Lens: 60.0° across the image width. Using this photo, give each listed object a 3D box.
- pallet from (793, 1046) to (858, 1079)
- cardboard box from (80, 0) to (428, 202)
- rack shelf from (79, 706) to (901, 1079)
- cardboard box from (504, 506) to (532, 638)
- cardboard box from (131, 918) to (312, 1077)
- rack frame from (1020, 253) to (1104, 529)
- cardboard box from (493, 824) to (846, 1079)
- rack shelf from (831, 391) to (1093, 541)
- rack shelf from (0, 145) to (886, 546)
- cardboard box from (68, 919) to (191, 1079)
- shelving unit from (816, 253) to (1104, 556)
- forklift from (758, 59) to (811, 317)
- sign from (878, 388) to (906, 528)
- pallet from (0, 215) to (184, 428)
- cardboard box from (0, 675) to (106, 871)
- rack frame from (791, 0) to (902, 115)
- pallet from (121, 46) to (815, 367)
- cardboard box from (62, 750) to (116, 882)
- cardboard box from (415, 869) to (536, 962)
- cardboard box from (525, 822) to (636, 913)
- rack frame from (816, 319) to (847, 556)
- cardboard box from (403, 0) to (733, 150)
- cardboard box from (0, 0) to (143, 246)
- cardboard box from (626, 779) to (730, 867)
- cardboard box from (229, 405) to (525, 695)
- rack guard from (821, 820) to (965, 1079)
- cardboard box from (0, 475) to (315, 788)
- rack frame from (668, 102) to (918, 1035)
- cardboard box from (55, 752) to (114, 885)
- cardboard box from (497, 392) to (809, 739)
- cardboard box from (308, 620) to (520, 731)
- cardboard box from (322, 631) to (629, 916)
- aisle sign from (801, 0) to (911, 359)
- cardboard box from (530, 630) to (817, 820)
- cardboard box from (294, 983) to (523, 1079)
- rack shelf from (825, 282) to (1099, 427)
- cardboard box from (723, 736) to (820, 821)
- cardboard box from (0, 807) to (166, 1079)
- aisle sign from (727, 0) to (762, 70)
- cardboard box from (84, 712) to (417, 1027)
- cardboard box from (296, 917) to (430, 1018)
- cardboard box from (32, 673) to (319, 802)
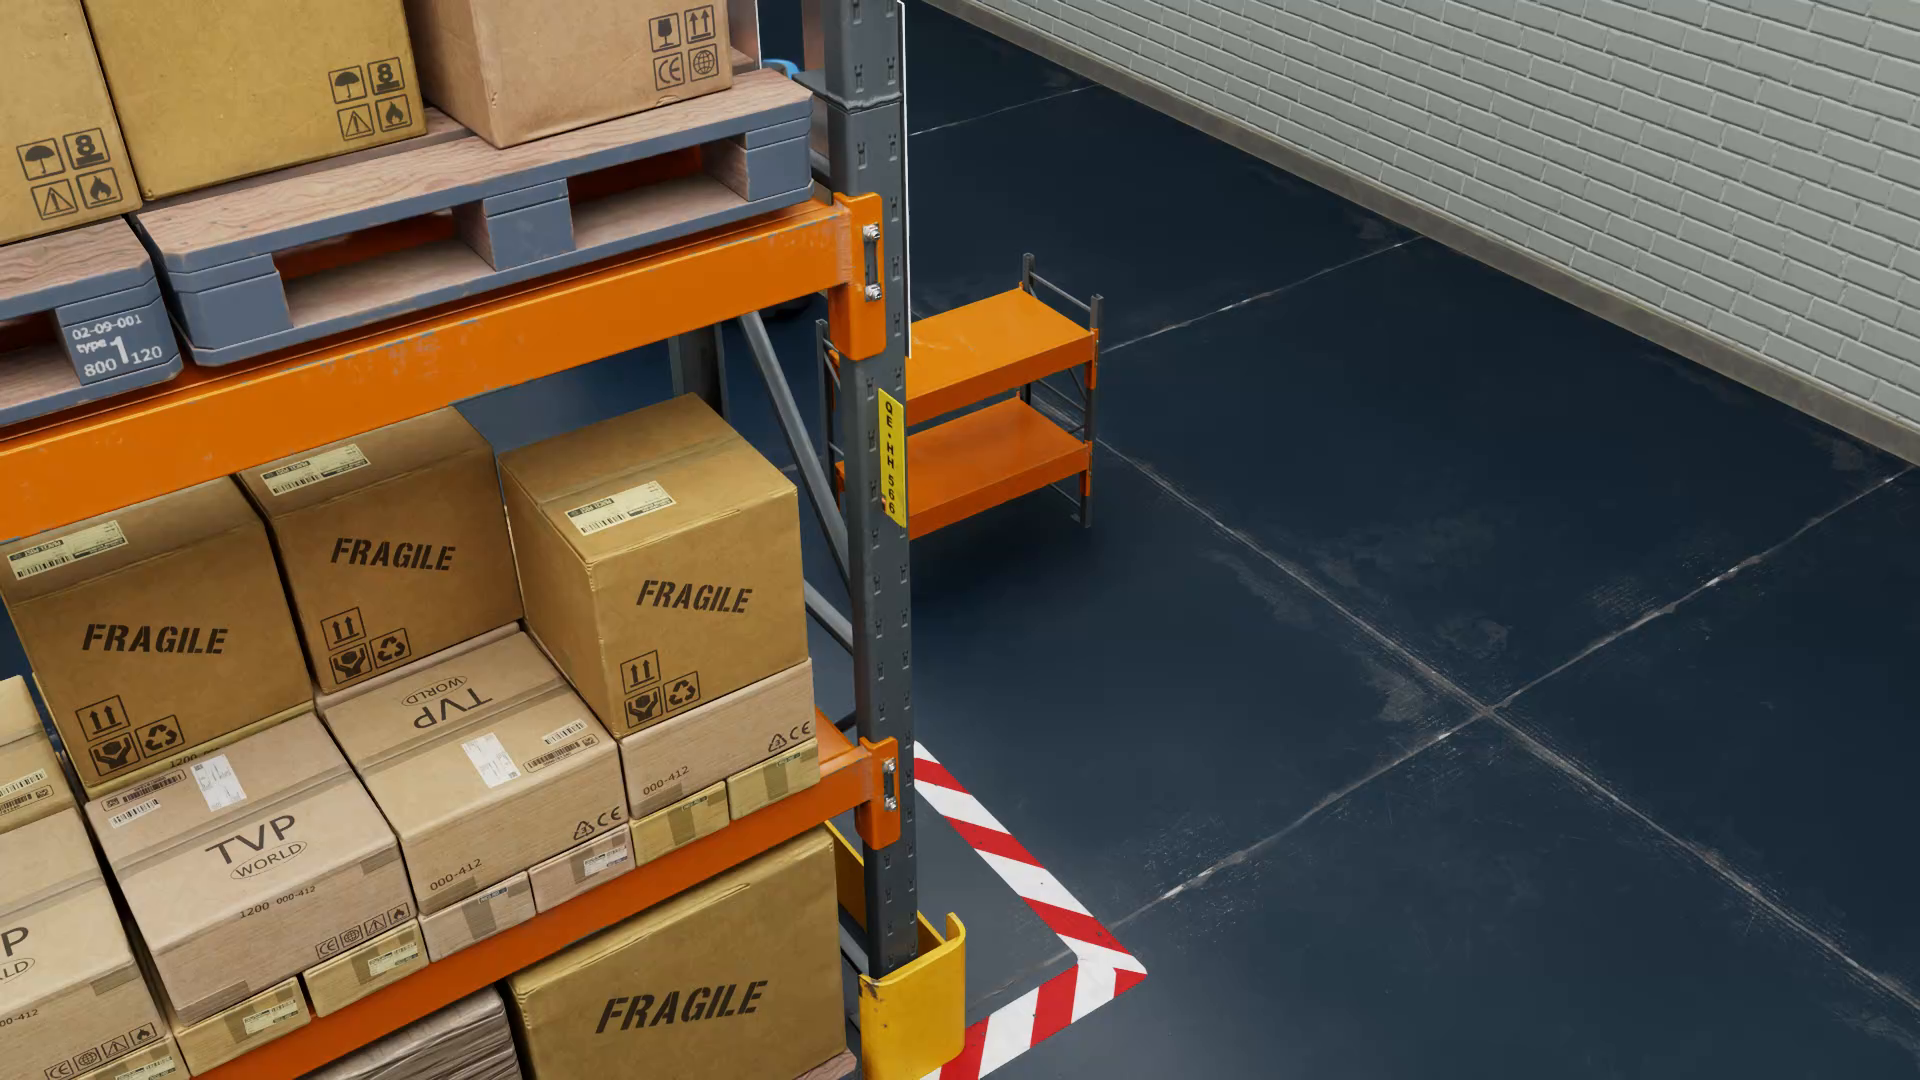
[{"bbox_3d":[-1.064,1.559,4.902,1.213,0.211,1.003,-22,41,-28],"label":"pallet"},{"bbox_3d":[-1.379,-1.017,2.995,0.500,0.500,0.700,-24,42,-29],"label":"cardboard box"},{"bbox_3d":[-2.090,1.085,3.788,4.000,0.370,1.077,-22,41,-28],"label":"rack shelf"},{"bbox_3d":[-1.003,0.093,4.425,0.500,0.250,0.500,-24,42,-29],"label":"cardboard box"},{"bbox_3d":[-1.602,0.931,3.601,0.250,0.149,0.380,-22,41,-28],"label":"cardboard box"},{"bbox_3d":[0.421,-0.630,7.162,0.032,1.125,0.500,-22,41,-28],"label":"rack frame"},{"bbox_3d":[-0.932,1.066,4.659,0.875,0.875,0.875,-22,41,-28],"label":"cardboard box"},{"bbox_3d":[0.006,-0.260,7.067,1.000,0.278,0.538,-22,41,-28],"label":"rack shelf"},{"bbox_3d":[-2.090,-0.132,2.912,4.000,0.370,1.077,-22,41,-28],"label":"rack shelf"},{"bbox_3d":[-1.806,1.014,3.487,0.250,0.149,0.380,-22,41,-27],"label":"cardboard box"},{"bbox_3d":[0.006,-0.459,6.925,1.048,1.125,0.538,-22,41,-28],"label":"shelving unit"},{"bbox_3d":[-2.345,-2.599,8.353,3.031,2.935,1.130,-3,36,-4],"label":"forklift"},{"bbox_3d":[-0.154,-0.182,3.739,0.005,0.325,0.100,-22,41,-28],"label":"sign"},{"bbox_3d":[-2.054,-0.394,2.736,1.213,0.211,1.003,-22,41,-28],"label":"pallet"},{"bbox_3d":[-2.260,0.617,3.697,0.500,0.250,0.500,-23,42,-29],"label":"cardboard box"},{"bbox_3d":[-0.455,-2.315,2.762,0.127,3.000,1.000,-22,41,-28],"label":"rack frame"},{"bbox_3d":[-1.056,-0.807,3.309,1.213,0.211,1.003,-22,41,-28],"label":"pallet"},{"bbox_3d":[-1.985,0.618,4.037,0.250,0.149,0.380,-23,42,-28],"label":"cardboard box"},{"bbox_3d":[-1.179,0.756,3.846,0.250,0.149,0.380,-22,41,-27],"label":"cardboard box"},{"bbox_3d":[-0.975,0.672,3.962,0.250,0.149,0.380,-22,41,-28],"label":"cardboard box"},{"bbox_3d":[-0.410,-0.288,6.687,0.032,1.125,0.500,-22,41,-28],"label":"rack frame"},{"bbox_3d":[-0.849,-1.148,3.178,0.500,0.500,0.700,-25,43,-30],"label":"cardboard box"},{"bbox_3d":[-1.774,-0.820,2.721,0.500,0.500,0.700,-25,43,-31],"label":"cardboard box"},{"bbox_3d":[-0.768,0.588,4.079,0.250,0.149,0.380,-22,41,-27],"label":"cardboard box"},{"bbox_3d":[-1.412,-0.043,3.972,0.500,0.500,0.500,-23,42,-29],"label":"cardboard box"},{"bbox_3d":[-0.436,1.127,5.254,0.348,0.500,1.175,-22,41,-28],"label":"rack guard"},{"bbox_3d":[-1.832,0.134,3.726,0.500,0.500,0.500,-24,42,-29],"label":"cardboard box"},{"bbox_3d":[-0.455,0.121,4.513,0.127,3.000,1.000,-22,41,-28],"label":"rack frame"},{"bbox_3d":[-2.192,0.703,3.919,0.250,0.149,0.380,-23,42,-29],"label":"cardboard box"},{"bbox_3d":[-0.702,0.046,3.849,0.500,0.500,0.500,-22,41,-27],"label":"cardboard box"},{"bbox_3d":[-1.424,0.271,4.177,0.500,0.250,0.500,-23,42,-28],"label":"cardboard box"},{"bbox_3d":[-1.113,0.521,3.831,0.500,0.250,0.500,-23,42,-29],"label":"cardboard box"},{"bbox_3d":[-0.224,-0.816,3.589,0.004,0.787,0.394,-22,41,-28],"label":"aisle sign"},{"bbox_3d":[-0.698,0.350,4.067,0.500,0.250,0.500,-23,42,-29],"label":"cardboard box"},{"bbox_3d":[-1.676,1.372,4.233,0.875,0.875,0.875,-22,41,-28],"label":"cardboard box"},{"bbox_3d":[0.006,-0.697,6.754,1.000,0.278,0.538,-22,41,-28],"label":"rack shelf"},{"bbox_3d":[-0.557,0.500,4.202,0.250,0.149,0.380,-22,41,-27],"label":"cardboard box"},{"bbox_3d":[-1.953,0.869,3.346,0.500,0.250,0.500,-22,41,-28],"label":"cardboard box"},{"bbox_3d":[-0.569,-1.102,3.987,0.004,0.787,0.394,-22,41,-28],"label":"aisle sign"},{"bbox_3d":[-1.529,0.692,3.592,0.500,0.250,0.500,-24,42,-29],"label":"cardboard box"},{"bbox_3d":[-1.391,0.844,3.723,0.250,0.149,0.380,-23,42,-29],"label":"cardboard box"},{"bbox_3d":[-1.837,0.439,3.945,0.500,0.250,0.500,-24,42,-29],"label":"cardboard box"}]
